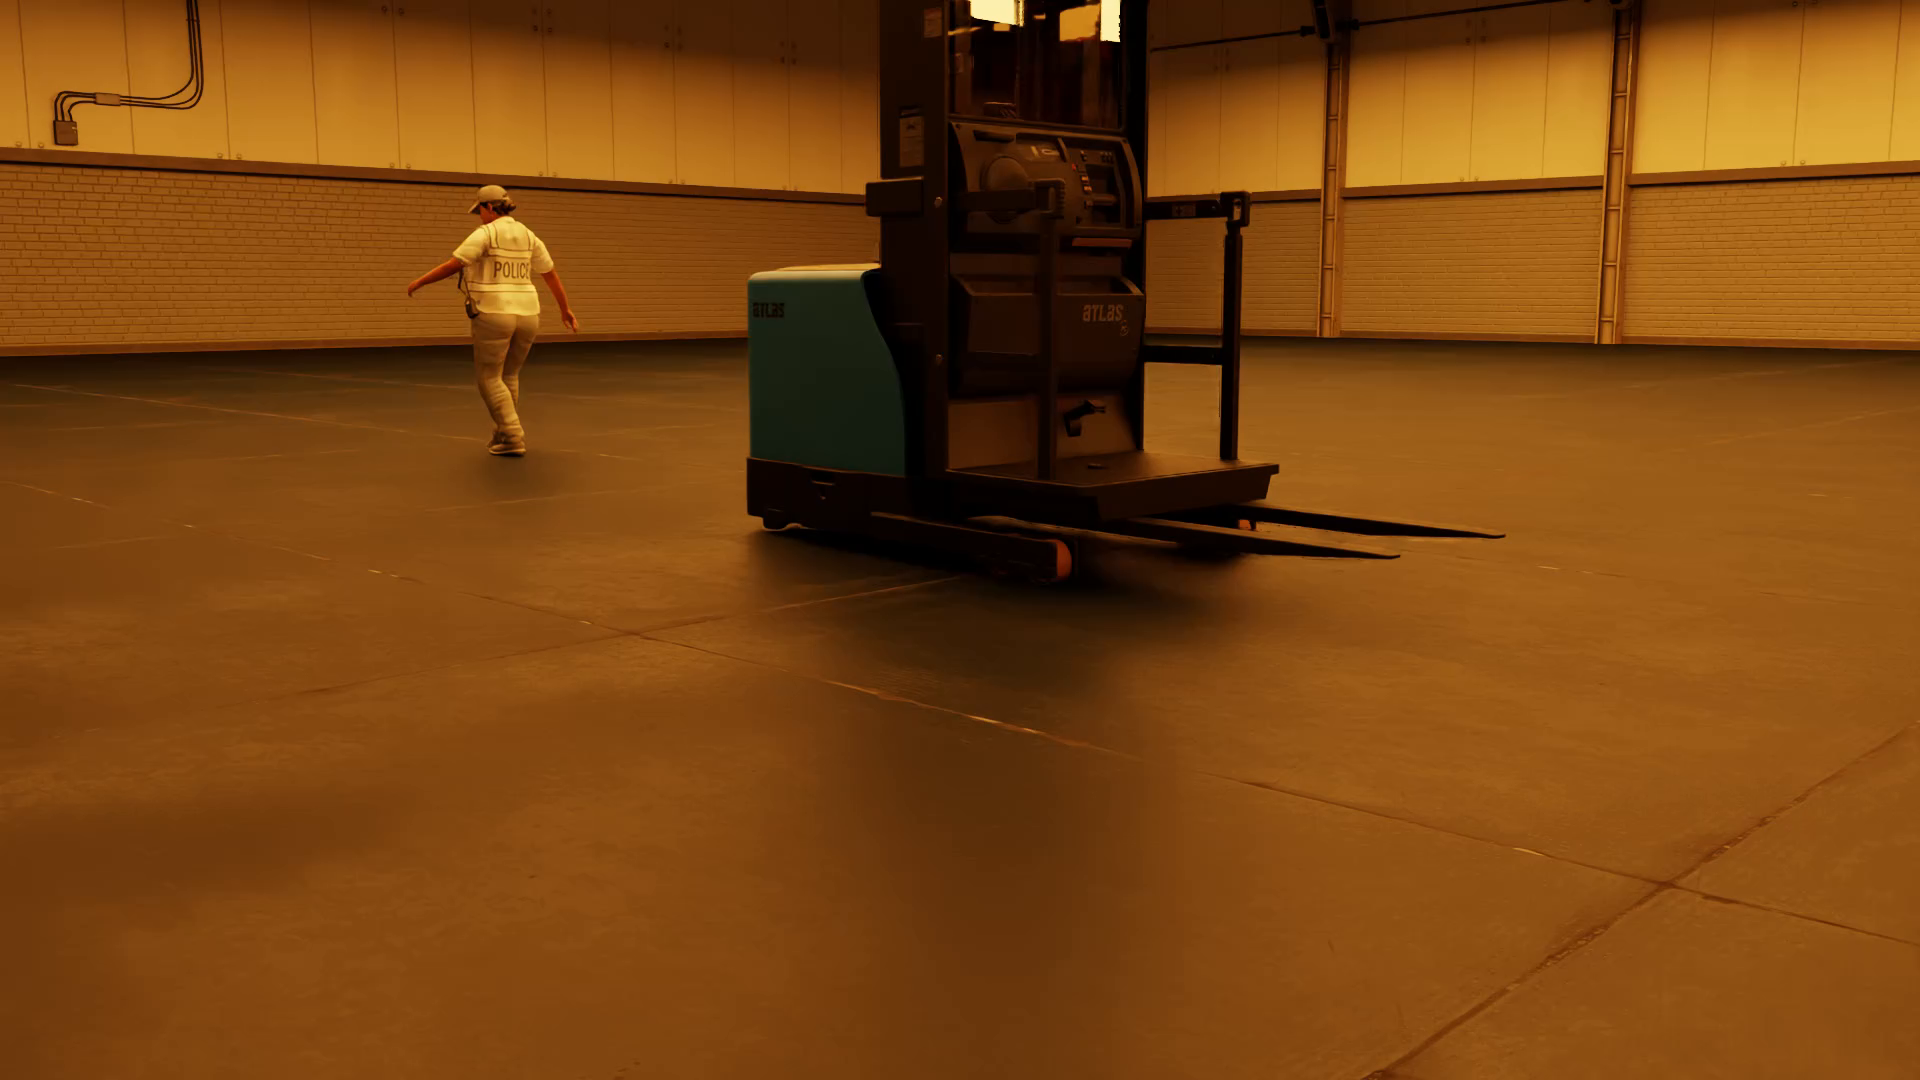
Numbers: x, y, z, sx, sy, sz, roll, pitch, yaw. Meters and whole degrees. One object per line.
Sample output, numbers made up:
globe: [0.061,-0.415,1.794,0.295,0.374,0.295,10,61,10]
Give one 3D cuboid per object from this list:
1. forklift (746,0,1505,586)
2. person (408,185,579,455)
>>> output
forklift: [0.478,-1.378,6.022,1.130,2.935,3.031,-8,12,-42]
person: [-2.845,-1.345,10.270,0.693,1.653,0.919,7,11,37]
